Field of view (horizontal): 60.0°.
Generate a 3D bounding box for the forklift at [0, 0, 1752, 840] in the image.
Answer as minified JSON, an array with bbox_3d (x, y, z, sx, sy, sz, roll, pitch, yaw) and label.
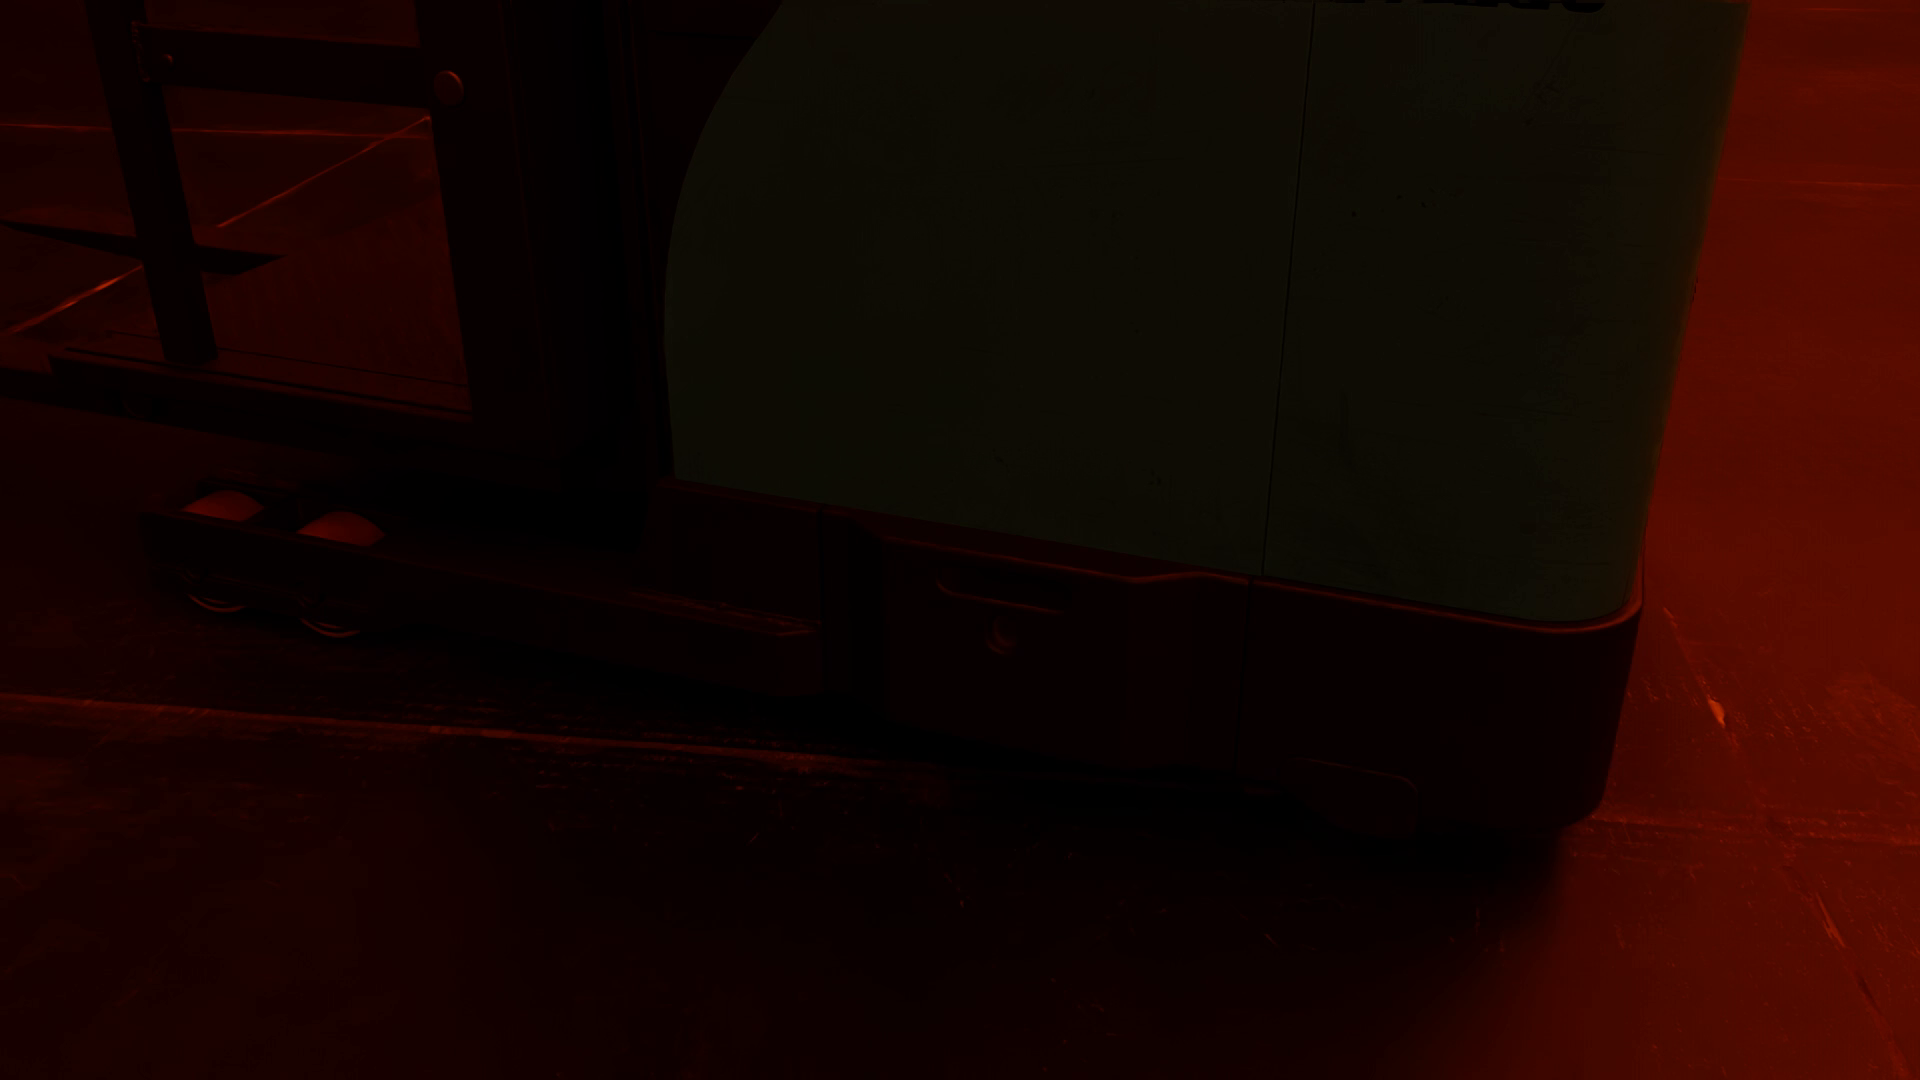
[{"bbox_3d":[-0.576,-1.389,2.000,3.031,2.935,1.130,10,28,19],"label":"forklift"}]
